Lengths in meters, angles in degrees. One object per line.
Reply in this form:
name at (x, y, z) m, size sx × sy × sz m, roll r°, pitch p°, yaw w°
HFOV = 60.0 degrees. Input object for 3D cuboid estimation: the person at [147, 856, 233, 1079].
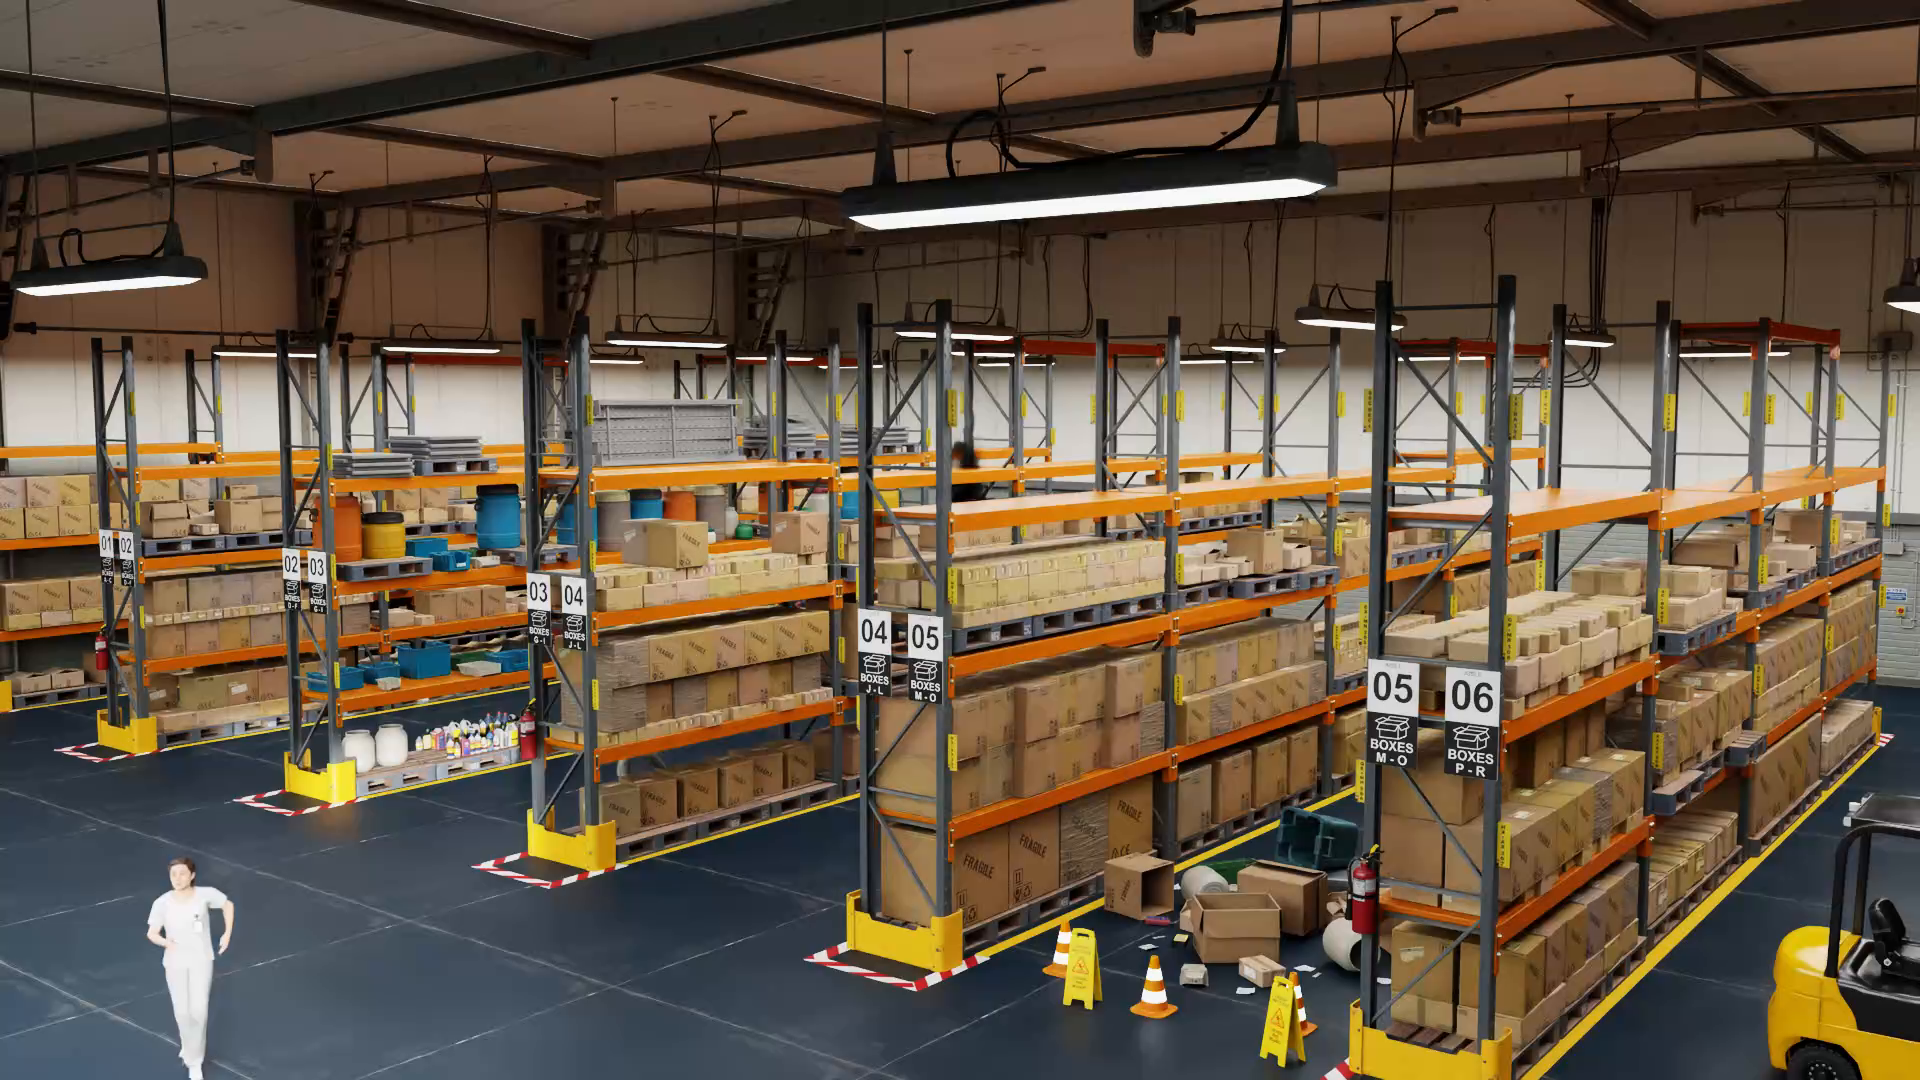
person at (-5.867, 3.251, 12.689) m, size 0.570 × 1.697 × 0.744 m, roll -1°, pitch 5°, yaw -15°

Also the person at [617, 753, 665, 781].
person at (-4.203, 2.391, 21.534) m, size 0.706 × 1.745 × 0.987 m, roll 2°, pitch 5°, yaw 24°

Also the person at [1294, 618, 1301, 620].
person at (5.148, 2.014, 25.473) m, size 0.724 × 1.643 × 1.079 m, roll 4°, pitch 6°, yaw 38°
